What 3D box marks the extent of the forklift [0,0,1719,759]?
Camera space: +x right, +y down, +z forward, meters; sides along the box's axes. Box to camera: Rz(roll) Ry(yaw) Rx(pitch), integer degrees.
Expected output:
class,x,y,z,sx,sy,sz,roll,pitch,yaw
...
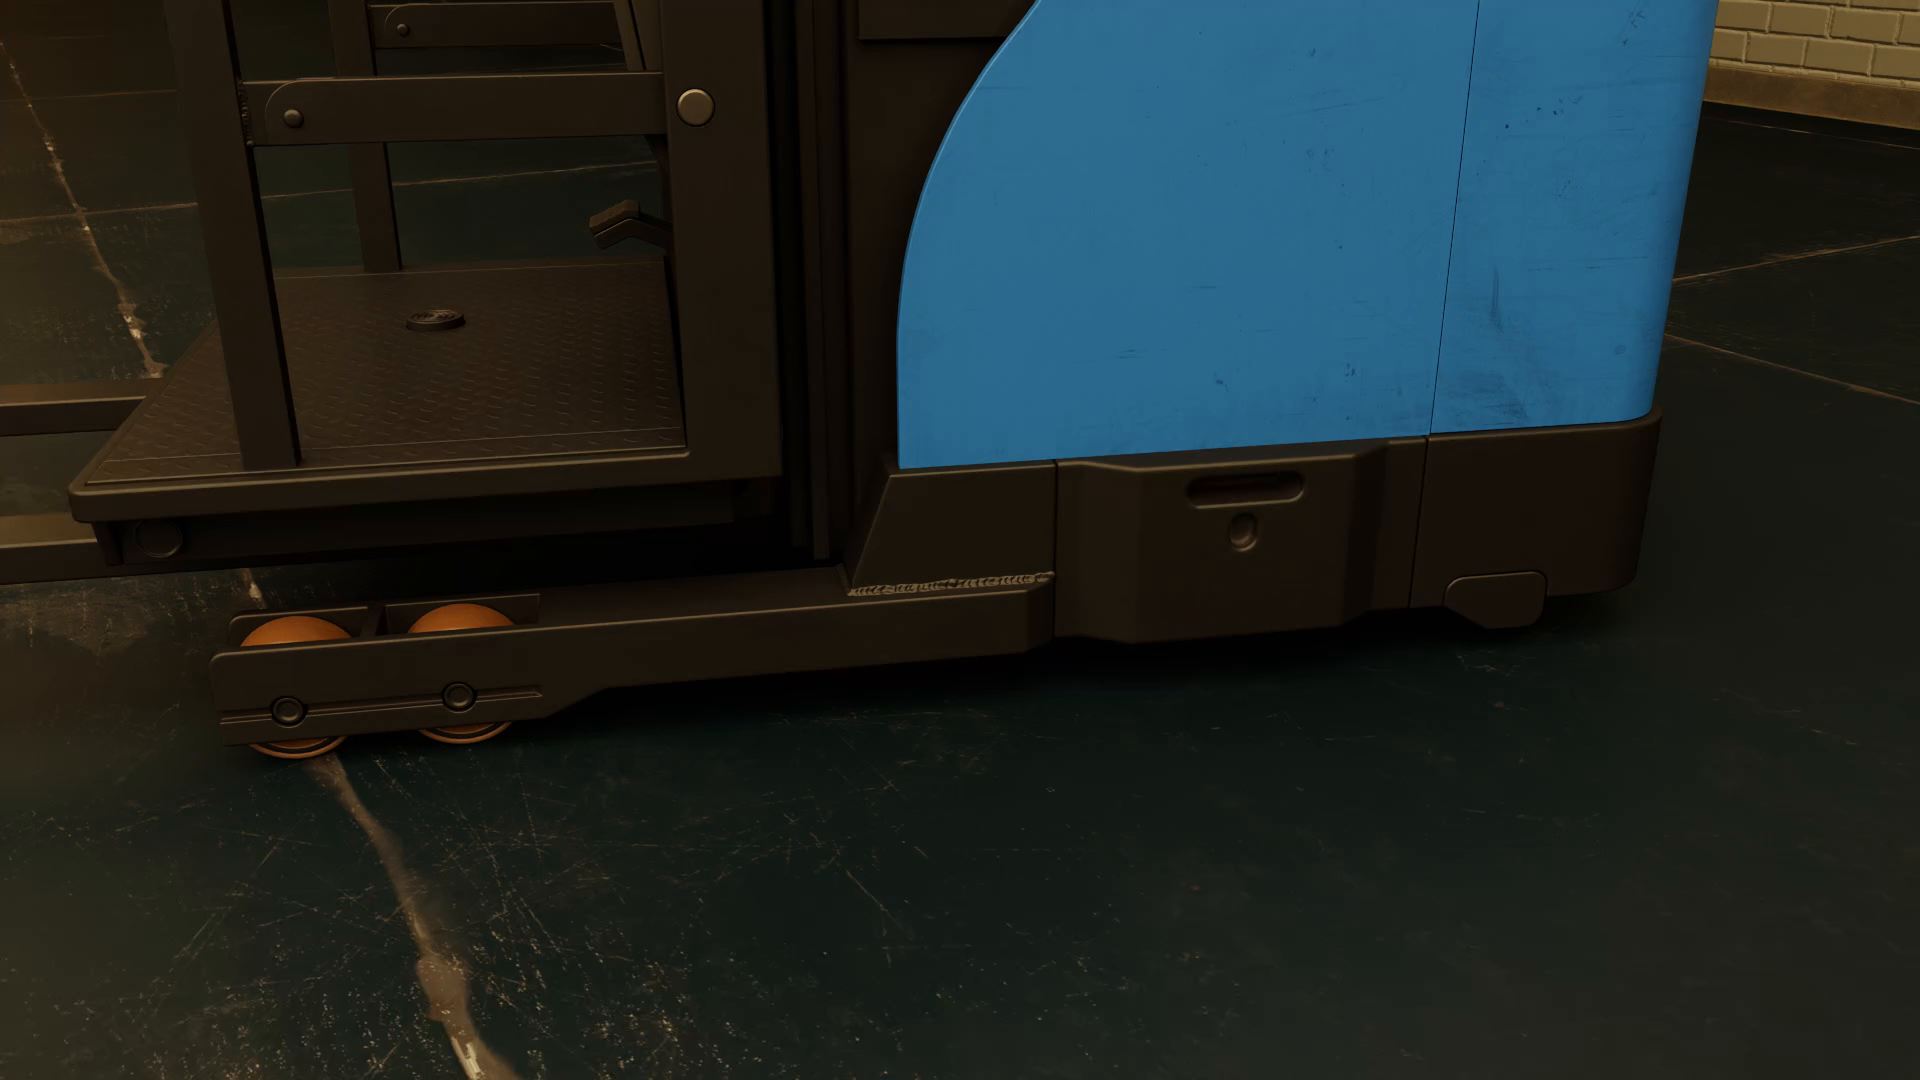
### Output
class,x,y,z,sx,sy,sz,roll,pitch,yaw
forklift,-0.615,-1.311,1.969,3.031,2.935,1.130,-4,23,-10
